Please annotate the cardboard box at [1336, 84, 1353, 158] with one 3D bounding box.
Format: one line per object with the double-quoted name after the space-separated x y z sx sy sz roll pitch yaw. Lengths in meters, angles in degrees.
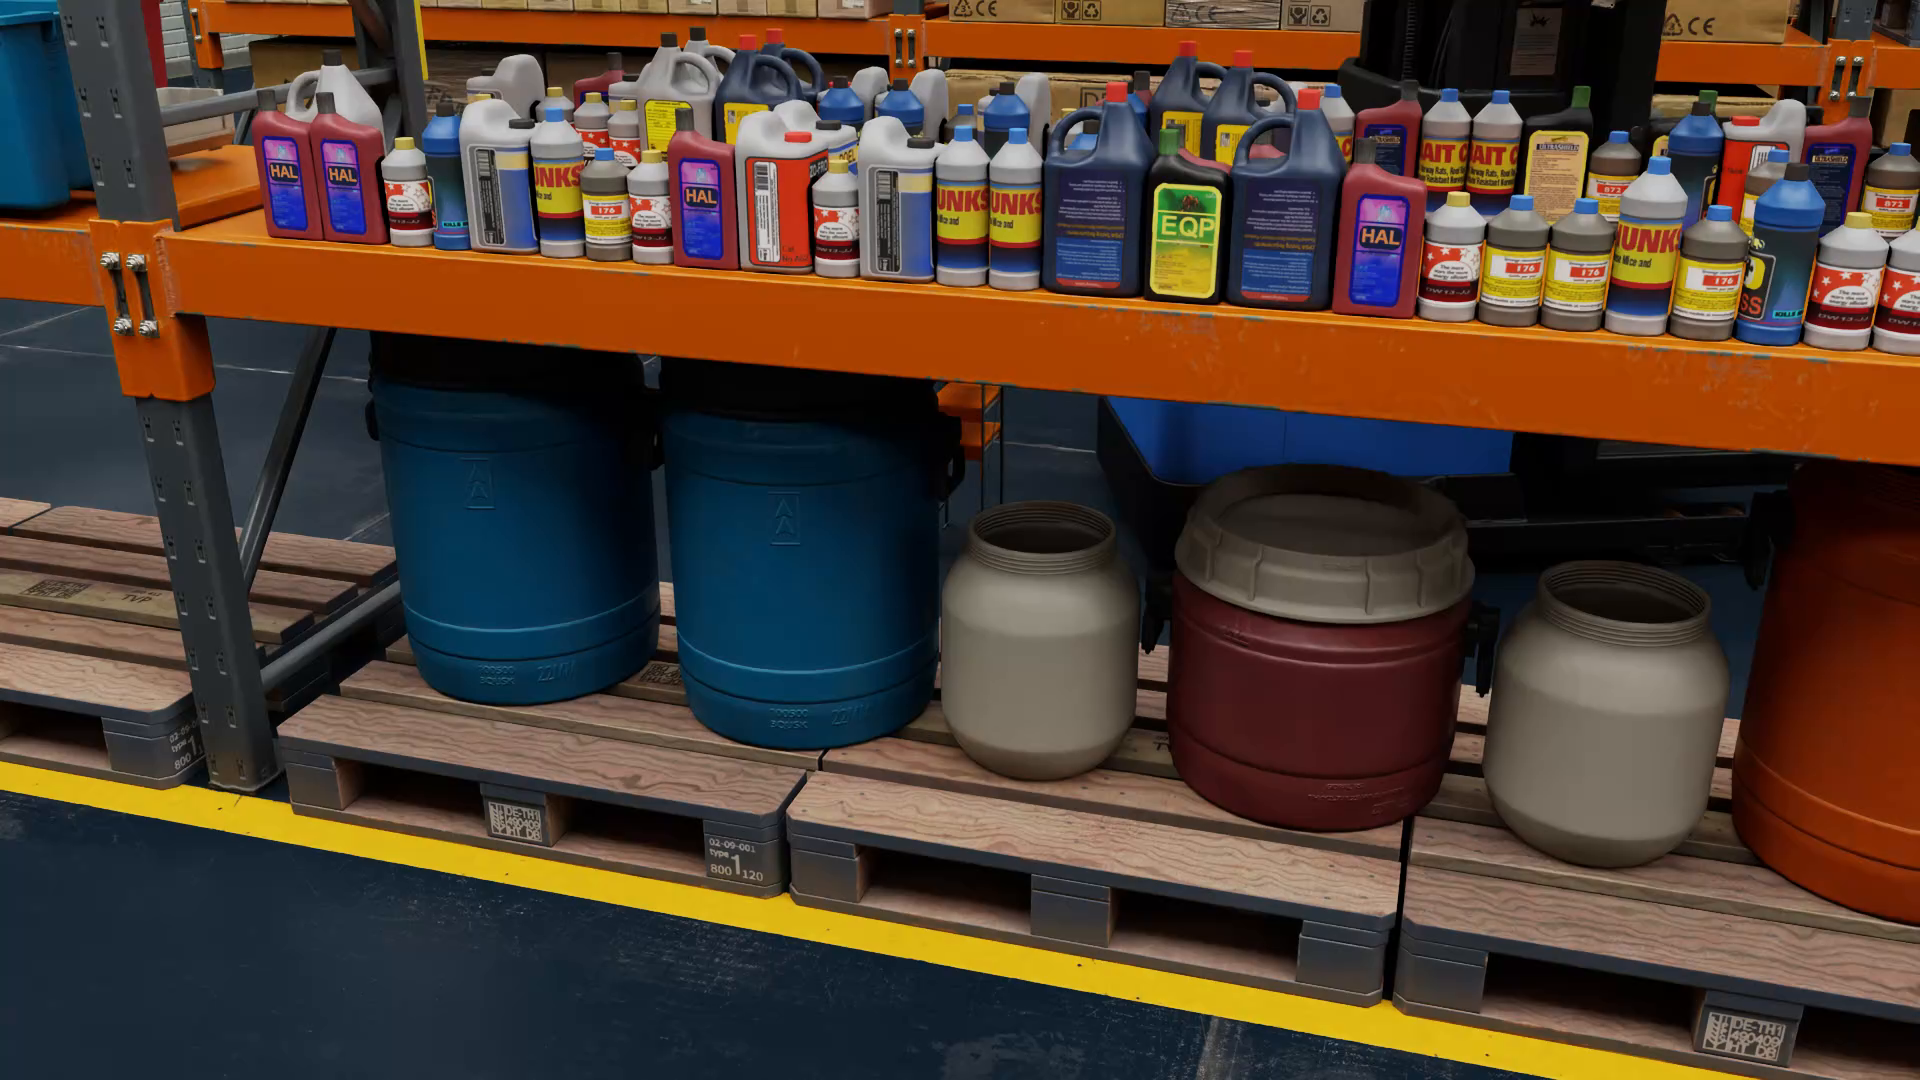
2.216 -1.741 7.809 0.875 0.875 1.225 7 23 16 "cardboard box"

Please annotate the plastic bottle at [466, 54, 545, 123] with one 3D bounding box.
-1.068 -1.002 3.924 0.135 0.276 0.152 7 23 16 "plastic bottle"

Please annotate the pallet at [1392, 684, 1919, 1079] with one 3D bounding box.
1.524 0.672 3.354 1.213 0.211 1.003 7 23 16 "pallet"

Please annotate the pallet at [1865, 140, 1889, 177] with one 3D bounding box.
5.984 -2.733 11.656 1.213 0.211 1.003 7 23 16 "pallet"

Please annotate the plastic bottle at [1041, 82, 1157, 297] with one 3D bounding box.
0.241 -0.606 2.860 0.185 0.351 0.144 7 23 16 "plastic bottle"

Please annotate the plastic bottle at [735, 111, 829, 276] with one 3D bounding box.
-0.319 -0.637 3.035 0.135 0.276 0.152 7 23 16 "plastic bottle"

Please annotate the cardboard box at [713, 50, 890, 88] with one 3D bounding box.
-0.717 -2.098 8.677 0.875 0.875 0.875 7 23 16 "cardboard box"

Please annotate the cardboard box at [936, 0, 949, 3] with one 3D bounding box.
-0.414 -5.797 18.272 0.875 0.438 0.875 6 23 14 "cardboard box"

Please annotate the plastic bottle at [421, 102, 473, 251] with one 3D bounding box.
-0.974 -0.699 3.192 0.097 0.271 0.097 0 22 0 "plastic bottle"

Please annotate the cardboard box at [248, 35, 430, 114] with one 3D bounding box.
-3.302 -2.394 9.399 0.875 0.875 0.875 7 23 16 "cardboard box"

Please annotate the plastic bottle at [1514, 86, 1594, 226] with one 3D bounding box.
1.191 -0.765 3.336 0.133 0.283 0.061 7 23 16 "plastic bottle"

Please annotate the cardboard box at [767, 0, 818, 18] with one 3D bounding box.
-0.742 -2.611 8.014 0.250 0.149 0.380 7 23 17 "cardboard box"

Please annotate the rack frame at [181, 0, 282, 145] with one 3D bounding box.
-3.938 -3.223 9.176 0.127 3.000 1.000 7 23 16 "rack frame"

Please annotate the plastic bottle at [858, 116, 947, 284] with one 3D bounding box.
-0.097 -0.612 2.973 0.135 0.276 0.152 7 23 16 "plastic bottle"

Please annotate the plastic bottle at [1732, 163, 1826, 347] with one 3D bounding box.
1.268 -0.443 2.566 0.097 0.271 0.097 0 22 0 "plastic bottle"

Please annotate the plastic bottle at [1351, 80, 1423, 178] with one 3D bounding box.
0.877 -0.801 3.424 0.133 0.283 0.061 7 23 16 "plastic bottle"

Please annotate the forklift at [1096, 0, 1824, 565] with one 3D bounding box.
2.026 -1.478 5.011 3.031 2.935 1.130 -2 22 -6 "forklift"

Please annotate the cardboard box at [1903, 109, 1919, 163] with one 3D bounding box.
4.371 -1.678 7.134 0.500 0.250 0.500 8 23 18 "cardboard box"

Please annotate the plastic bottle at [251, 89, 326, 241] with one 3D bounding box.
-1.311 -0.736 3.266 0.133 0.283 0.061 7 23 16 "plastic bottle"

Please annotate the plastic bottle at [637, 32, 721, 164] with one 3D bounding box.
-0.606 -0.928 3.645 0.185 0.351 0.144 7 23 16 "plastic bottle"

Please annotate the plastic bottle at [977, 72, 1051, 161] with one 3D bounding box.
0.115 -0.867 3.594 0.135 0.276 0.152 7 23 16 "plastic bottle"

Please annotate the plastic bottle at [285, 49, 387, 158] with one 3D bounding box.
-1.257 -0.802 3.337 0.185 0.351 0.144 7 23 16 "plastic bottle"

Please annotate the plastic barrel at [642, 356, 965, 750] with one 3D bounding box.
-0.345 -0.065 3.688 0.708 0.901 0.600 7 23 16 "plastic barrel"

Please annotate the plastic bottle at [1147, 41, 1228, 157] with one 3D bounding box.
0.490 -0.860 3.479 0.185 0.351 0.144 7 23 16 "plastic bottle"

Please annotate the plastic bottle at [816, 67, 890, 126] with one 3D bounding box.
-0.236 -0.907 3.692 0.135 0.276 0.152 7 23 16 "plastic bottle"

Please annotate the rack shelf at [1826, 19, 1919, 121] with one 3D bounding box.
5.636 -1.794 6.640 4.000 0.370 1.077 7 23 16 "rack shelf"

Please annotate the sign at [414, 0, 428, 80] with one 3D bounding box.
-1.378 -1.313 4.154 0.005 0.325 0.100 7 23 16 "sign"

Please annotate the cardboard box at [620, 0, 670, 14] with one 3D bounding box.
-1.480 -2.696 8.220 0.250 0.149 0.380 7 23 17 "cardboard box"

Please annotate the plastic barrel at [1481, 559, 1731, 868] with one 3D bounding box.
1.251 0.333 3.230 0.421 0.512 0.421 0 22 0 "plastic barrel"

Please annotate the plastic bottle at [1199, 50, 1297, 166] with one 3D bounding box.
0.575 -0.790 3.308 0.185 0.351 0.144 7 23 16 "plastic bottle"

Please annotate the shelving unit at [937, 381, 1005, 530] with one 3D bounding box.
0.014 -0.554 5.038 0.189 1.200 0.258 7 23 16 "shelving unit"

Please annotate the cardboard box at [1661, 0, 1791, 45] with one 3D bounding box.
3.177 -2.357 6.931 0.500 0.500 0.500 7 23 17 "cardboard box"

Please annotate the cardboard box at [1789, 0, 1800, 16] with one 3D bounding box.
9.880 -6.631 20.058 0.625 0.625 0.875 6 23 13 "cardboard box"

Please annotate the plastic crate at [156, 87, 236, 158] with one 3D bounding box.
-1.943 -0.994 4.009 0.243 0.136 0.396 7 23 16 "plastic crate"

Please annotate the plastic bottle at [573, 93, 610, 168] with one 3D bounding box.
-0.839 -0.928 3.842 0.097 0.201 0.097 0 22 0 "plastic bottle"

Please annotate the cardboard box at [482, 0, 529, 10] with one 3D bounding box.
-2.220 -2.780 8.426 0.250 0.149 0.380 6 23 14 "cardboard box"

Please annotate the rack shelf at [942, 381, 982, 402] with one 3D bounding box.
0.014 -0.512 5.055 0.180 0.103 0.258 7 23 16 "rack shelf"

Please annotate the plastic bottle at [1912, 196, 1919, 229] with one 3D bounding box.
1.867 -0.675 3.132 0.097 0.271 0.097 0 22 0 "plastic bottle"

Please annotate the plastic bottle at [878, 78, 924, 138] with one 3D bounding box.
-0.125 -0.843 3.541 0.097 0.271 0.097 0 22 0 "plastic bottle"

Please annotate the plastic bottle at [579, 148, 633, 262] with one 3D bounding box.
-0.659 -0.631 3.117 0.097 0.201 0.097 0 22 0 "plastic bottle"

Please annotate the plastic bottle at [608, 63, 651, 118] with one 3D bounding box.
-0.718 -0.962 3.827 0.135 0.276 0.152 7 23 16 "plastic bottle"

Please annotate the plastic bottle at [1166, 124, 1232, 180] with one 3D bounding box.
0.399 -0.564 2.847 0.133 0.283 0.061 7 23 16 "plastic bottle"

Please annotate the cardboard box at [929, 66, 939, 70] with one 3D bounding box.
-0.208 -3.677 13.092 0.250 0.149 0.380 5 23 13 "cardboard box"

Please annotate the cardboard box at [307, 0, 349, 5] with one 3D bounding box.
-3.202 -2.893 8.701 0.250 0.149 0.380 6 23 14 "cardboard box"

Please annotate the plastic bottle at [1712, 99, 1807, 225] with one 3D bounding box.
1.527 -0.705 3.200 0.135 0.276 0.152 7 23 16 "plastic bottle"

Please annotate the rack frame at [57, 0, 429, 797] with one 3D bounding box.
-1.539 -0.985 3.720 0.127 3.000 1.000 7 23 16 "rack frame"

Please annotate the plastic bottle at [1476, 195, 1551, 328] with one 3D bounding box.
0.895 -0.453 2.683 0.097 0.201 0.097 0 22 0 "plastic bottle"

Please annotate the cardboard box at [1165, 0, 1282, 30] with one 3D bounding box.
1.221 -2.580 7.476 0.500 0.500 0.500 6 23 14 "cardboard box"
